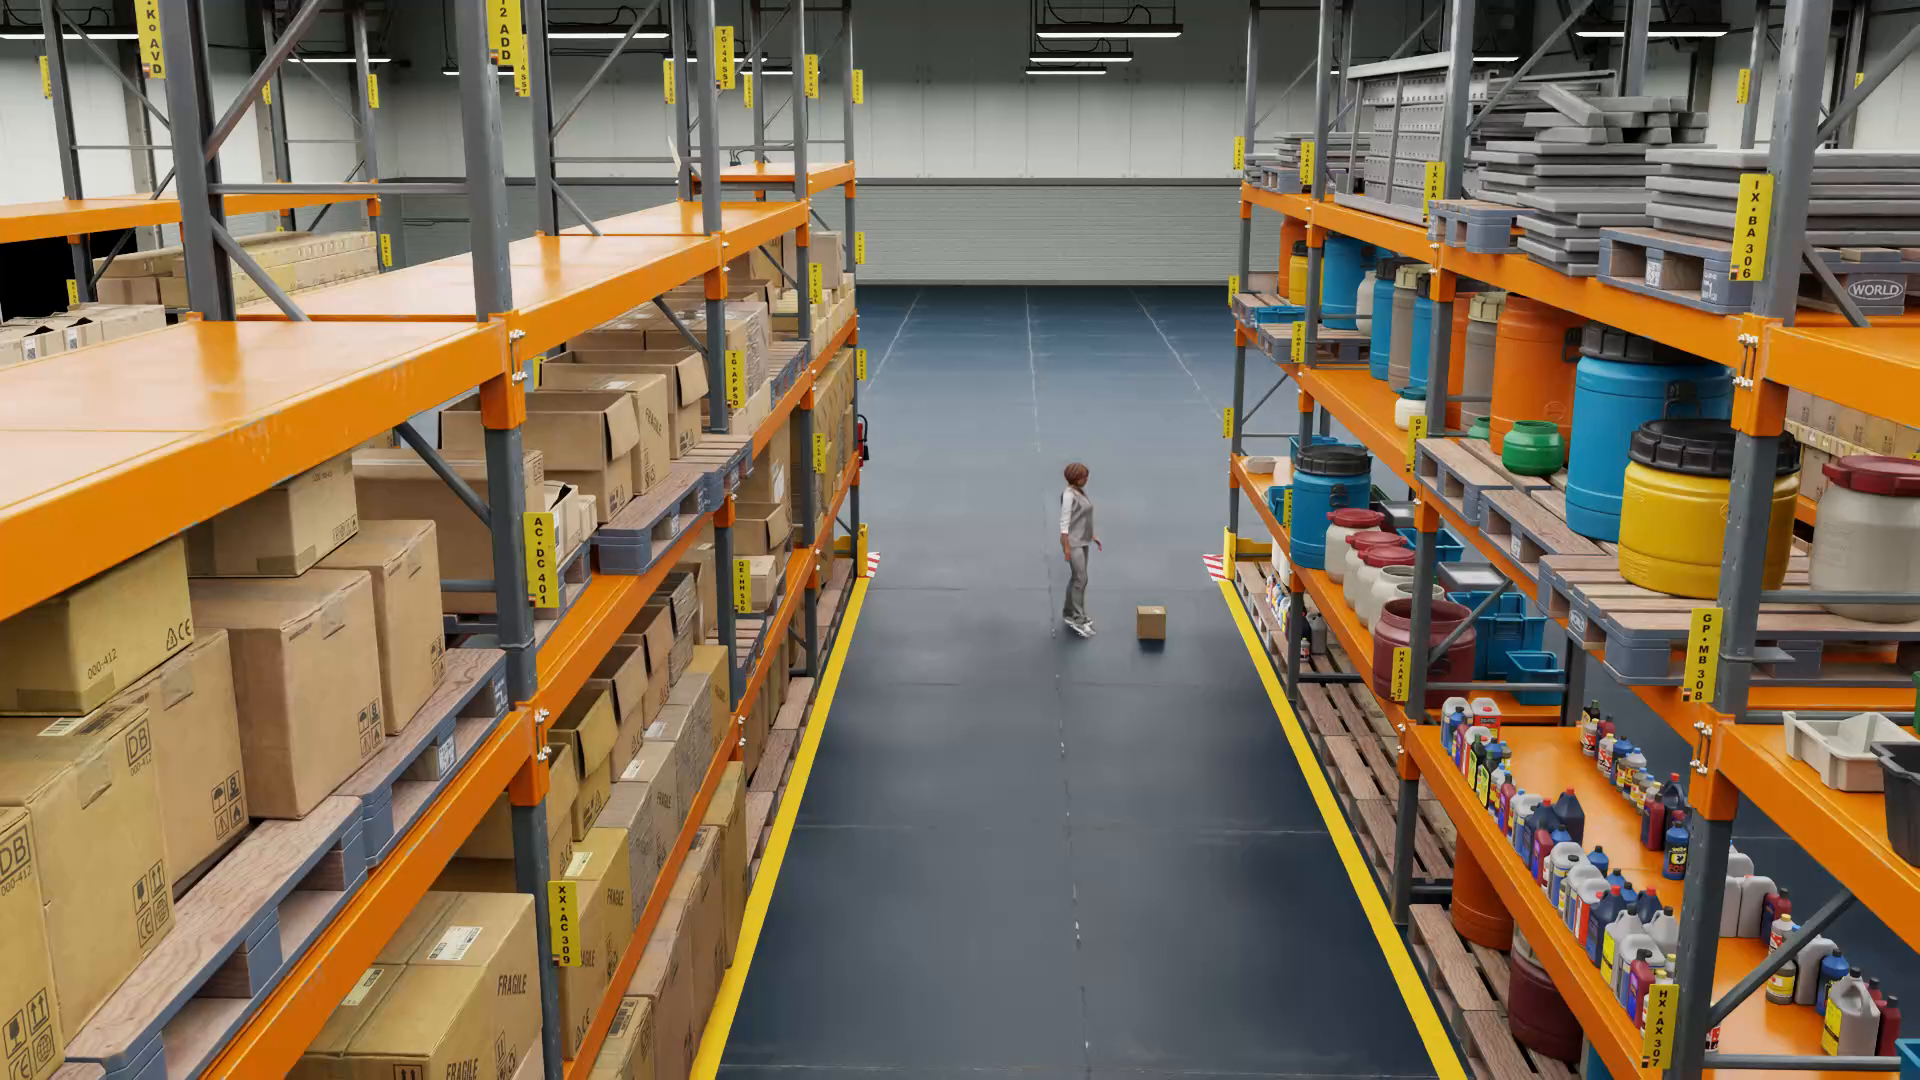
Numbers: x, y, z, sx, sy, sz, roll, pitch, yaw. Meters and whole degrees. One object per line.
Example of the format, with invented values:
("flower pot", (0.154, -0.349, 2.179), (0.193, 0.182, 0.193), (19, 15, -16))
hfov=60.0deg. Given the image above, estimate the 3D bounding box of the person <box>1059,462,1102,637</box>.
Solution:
("person", (1.161, 0.072, 15.733), (0.424, 1.634, 0.458), (6, 15, 21))
